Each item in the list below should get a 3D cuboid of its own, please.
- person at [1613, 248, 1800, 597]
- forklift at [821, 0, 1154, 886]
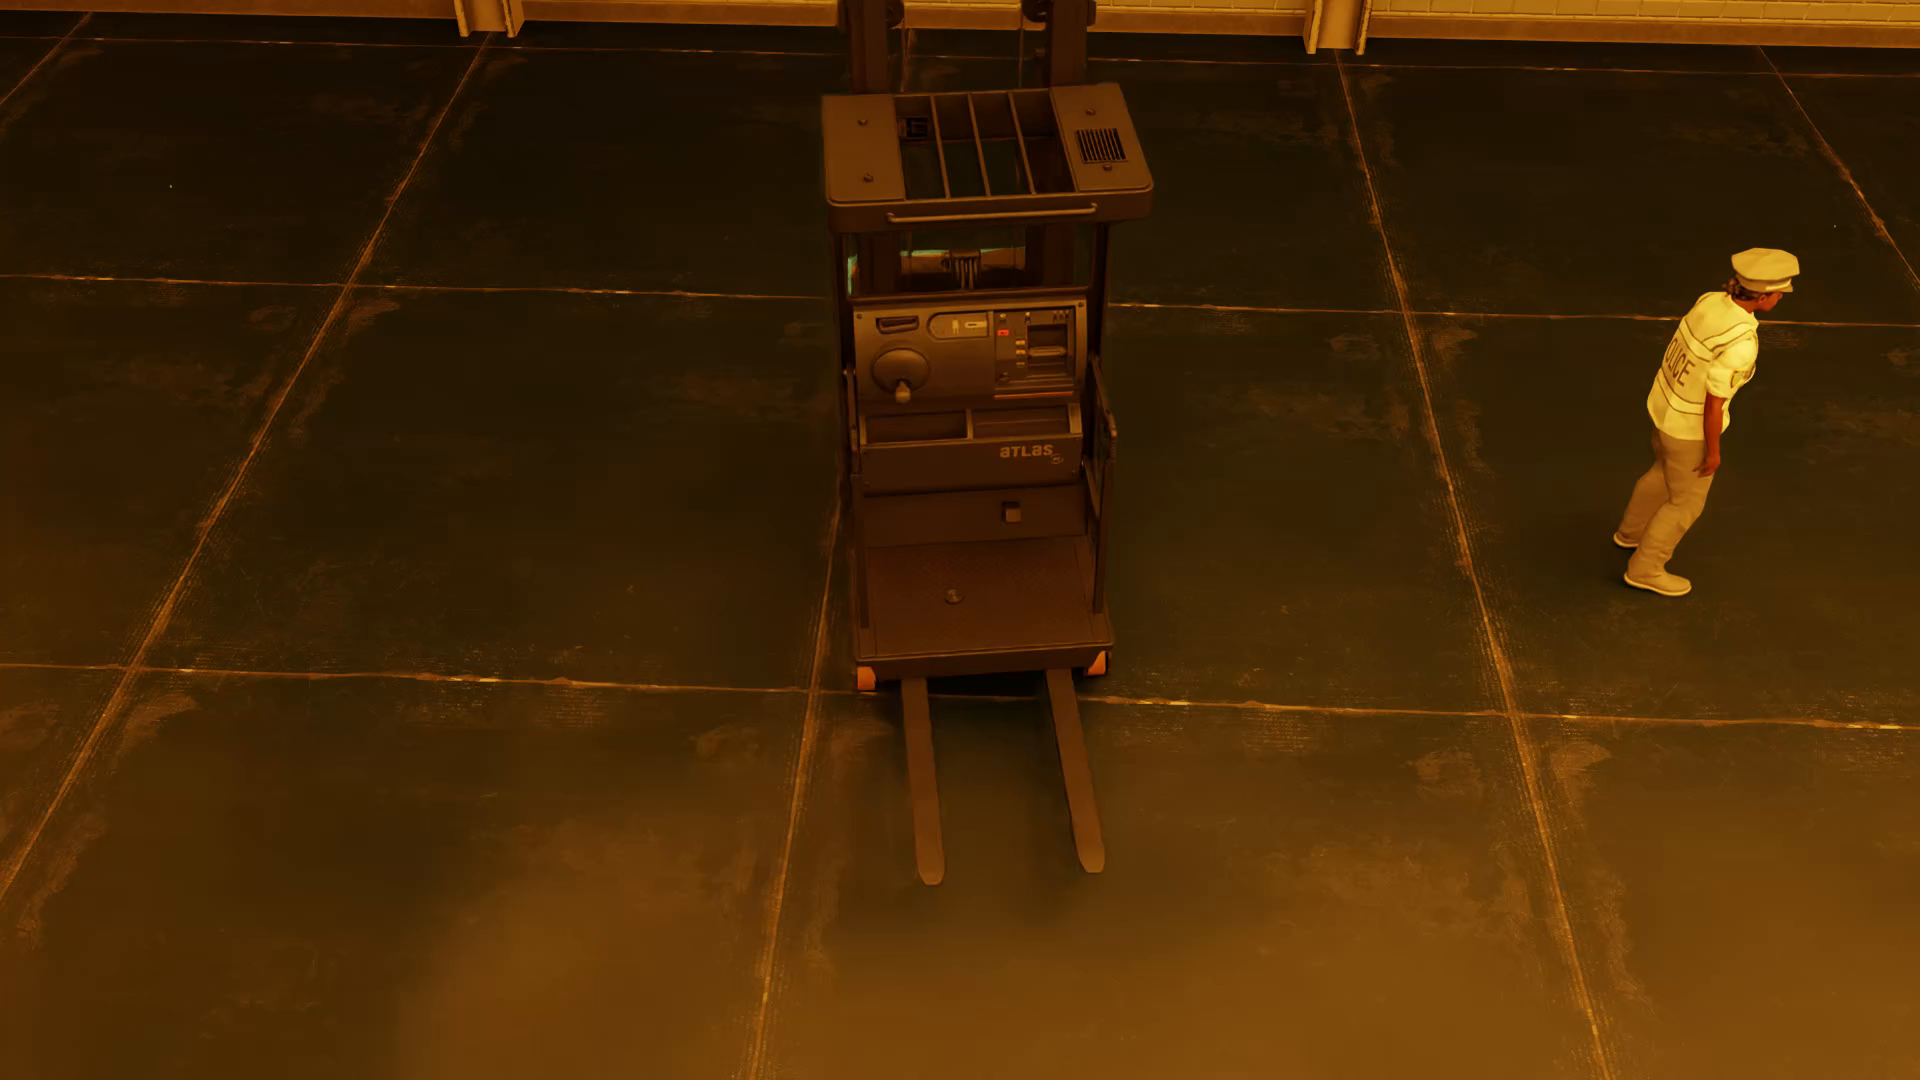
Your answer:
[{"bbox_3d":[3.202,-0.515,7.256,0.390,1.661,0.496,2,42,2],"label":"person"},{"bbox_3d":[0.065,-0.672,6.478,1.130,2.935,3.031,-3,43,-4],"label":"forklift"}]
